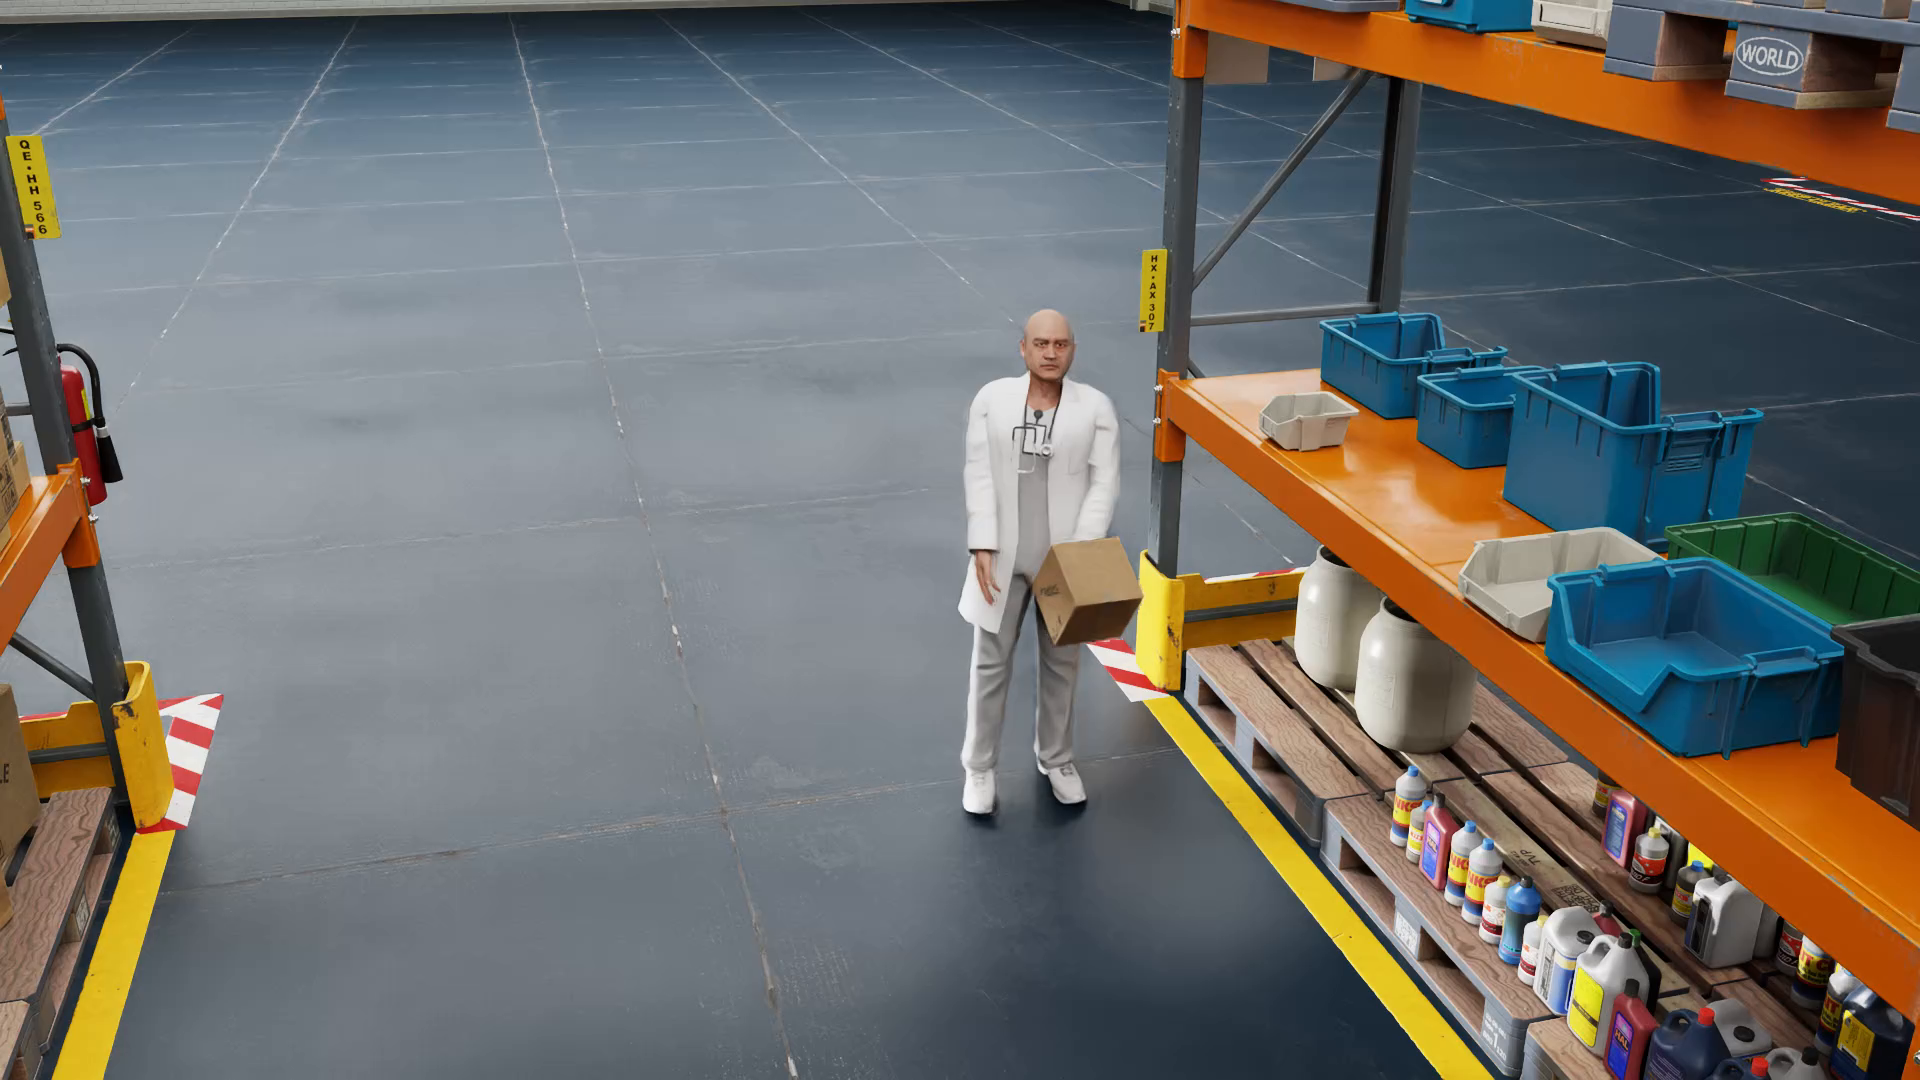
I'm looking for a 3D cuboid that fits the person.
[{"bbox_3d":[0.271,0.098,5.862,0.563,1.780,0.531,3,23,6],"label":"person"}]
